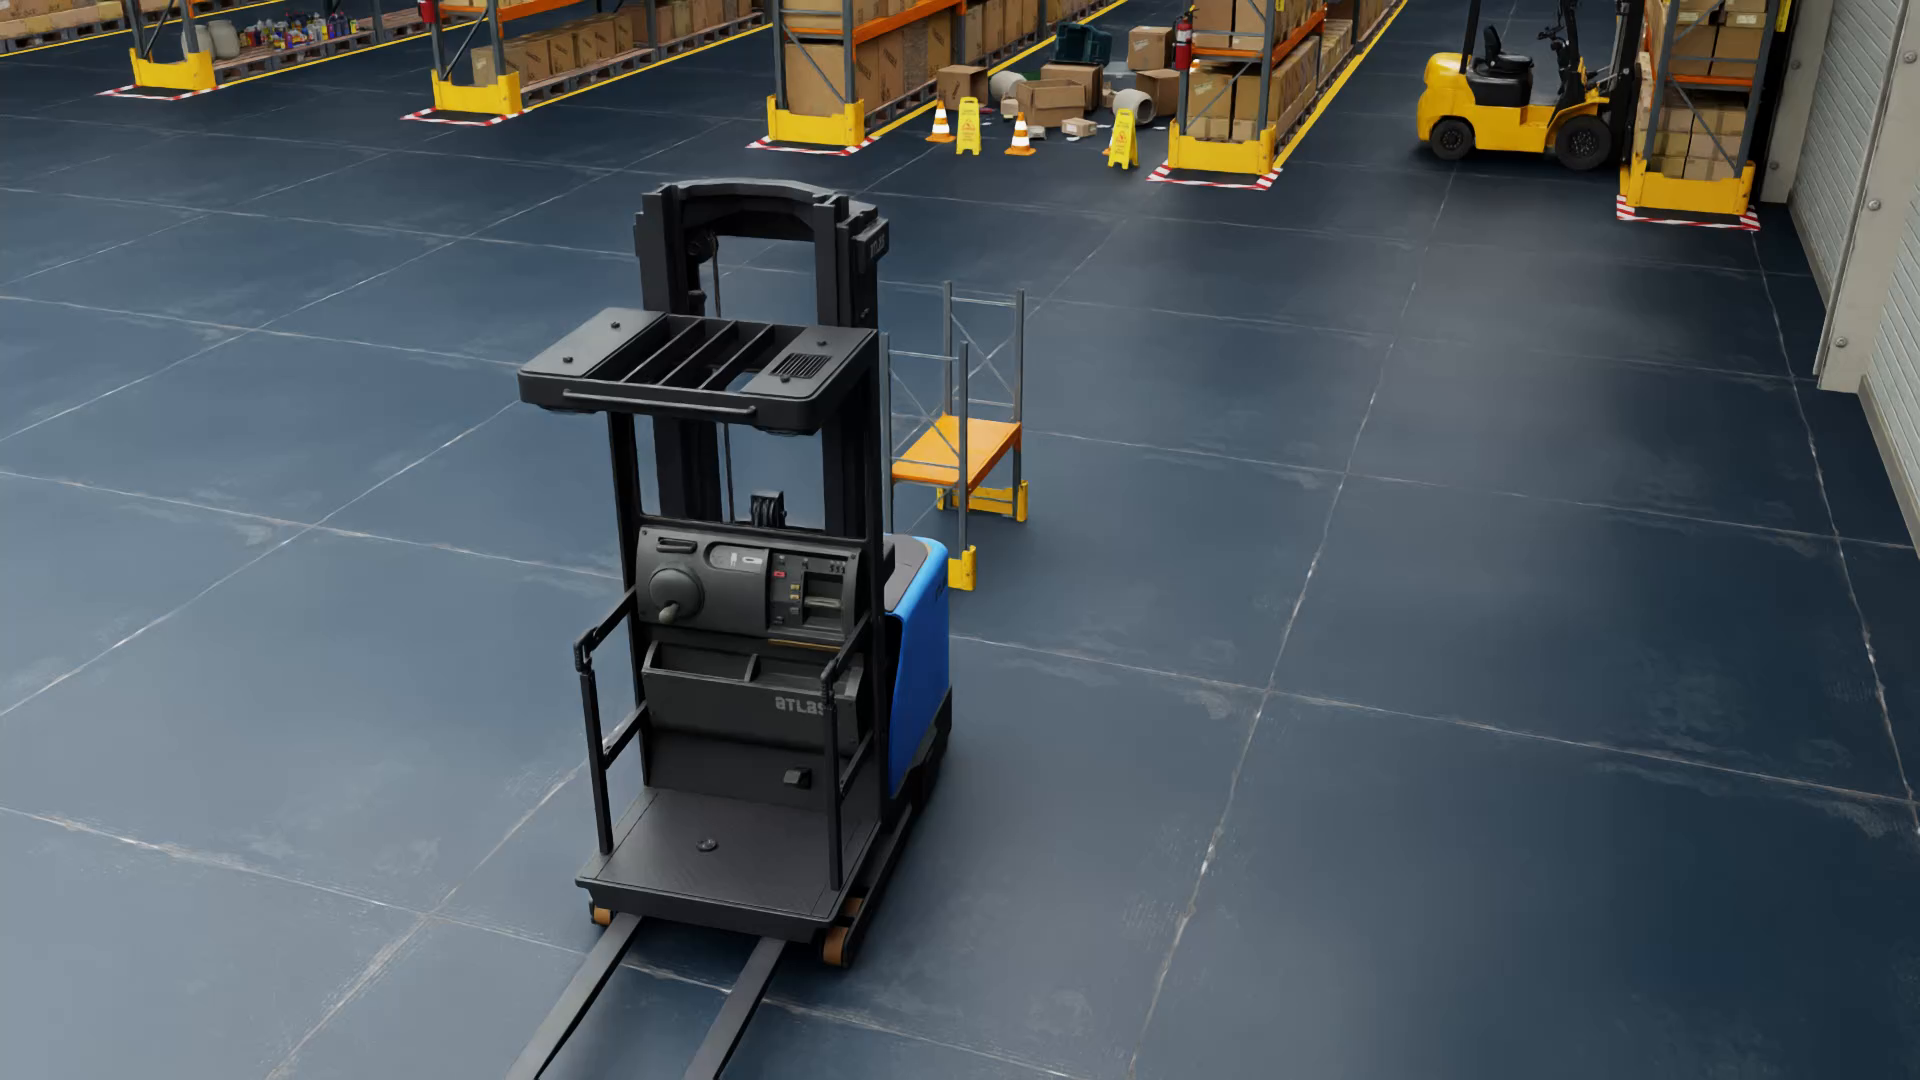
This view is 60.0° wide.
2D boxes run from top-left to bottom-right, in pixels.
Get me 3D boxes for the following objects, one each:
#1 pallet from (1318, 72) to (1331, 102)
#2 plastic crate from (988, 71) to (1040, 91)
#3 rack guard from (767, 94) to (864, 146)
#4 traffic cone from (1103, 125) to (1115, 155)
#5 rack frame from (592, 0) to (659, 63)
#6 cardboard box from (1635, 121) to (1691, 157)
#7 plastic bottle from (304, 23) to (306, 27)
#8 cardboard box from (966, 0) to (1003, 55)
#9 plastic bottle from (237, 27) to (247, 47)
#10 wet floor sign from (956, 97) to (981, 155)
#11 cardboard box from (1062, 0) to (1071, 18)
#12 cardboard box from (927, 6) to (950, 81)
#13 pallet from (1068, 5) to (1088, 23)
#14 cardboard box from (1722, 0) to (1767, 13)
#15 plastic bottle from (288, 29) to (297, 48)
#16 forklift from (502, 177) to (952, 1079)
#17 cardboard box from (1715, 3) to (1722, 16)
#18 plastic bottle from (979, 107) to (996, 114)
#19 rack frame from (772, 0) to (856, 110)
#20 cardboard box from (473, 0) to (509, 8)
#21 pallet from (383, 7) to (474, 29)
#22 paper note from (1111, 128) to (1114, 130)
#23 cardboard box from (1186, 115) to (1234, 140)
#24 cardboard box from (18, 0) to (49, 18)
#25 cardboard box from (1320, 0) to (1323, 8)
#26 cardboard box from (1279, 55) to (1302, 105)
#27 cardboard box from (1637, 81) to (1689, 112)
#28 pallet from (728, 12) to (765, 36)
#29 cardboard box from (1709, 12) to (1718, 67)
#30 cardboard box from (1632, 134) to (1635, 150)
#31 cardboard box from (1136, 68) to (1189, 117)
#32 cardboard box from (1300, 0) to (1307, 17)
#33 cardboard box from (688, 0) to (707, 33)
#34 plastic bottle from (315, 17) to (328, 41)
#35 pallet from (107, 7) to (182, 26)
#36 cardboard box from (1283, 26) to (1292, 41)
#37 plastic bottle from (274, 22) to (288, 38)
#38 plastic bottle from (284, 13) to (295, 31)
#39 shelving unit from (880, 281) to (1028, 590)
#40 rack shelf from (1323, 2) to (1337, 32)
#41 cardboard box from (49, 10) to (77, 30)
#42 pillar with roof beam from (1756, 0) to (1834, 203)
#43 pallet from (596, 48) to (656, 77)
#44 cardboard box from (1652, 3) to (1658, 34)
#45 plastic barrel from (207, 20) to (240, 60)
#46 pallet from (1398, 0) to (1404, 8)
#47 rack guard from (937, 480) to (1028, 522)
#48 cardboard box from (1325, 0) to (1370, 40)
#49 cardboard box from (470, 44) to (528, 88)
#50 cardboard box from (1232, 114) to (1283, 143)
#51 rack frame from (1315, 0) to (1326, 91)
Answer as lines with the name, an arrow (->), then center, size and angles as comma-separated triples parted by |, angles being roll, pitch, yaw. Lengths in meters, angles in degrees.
pallet -> 4.541, -6.292, 23.003 | 1.003, 0.211, 1.213 | 9, 27, 17
plastic crate -> 0.760, -6.402, 23.191 | 0.662, 0.188, 0.450 | -20, 23, -36
rack guard -> -1.757, -5.124, 20.260 | 1.175, 0.500, 0.348 | 9, 27, 17
traffic cone -> 1.879, -4.805, 19.643 | 0.336, 0.463, 0.334 | 9, 27, 17
rack frame -> -5.062, -8.664, 24.702 | 1.000, 3.000, 0.127 | 9, 27, 17
cardboard box -> 7.502, -4.287, 17.761 | 0.500, 0.250, 0.500 | 8, 27, 17
plastic bottle -> -10.005, -7.789, 25.506 | 0.061, 0.283, 0.133 | 9, 27, 17
cardboard box -> 0.028, -7.744, 24.901 | 1.050, 0.750, 0.750 | 9, 27, 17
plastic bottle -> -10.844, -7.583, 25.081 | 0.061, 0.283, 0.133 | 9, 27, 19
wet floor sign -> 0.108, -4.901, 19.631 | 0.267, 0.644, 0.232 | 4, 26, 8
cardboard box -> 1.553, -9.072, 27.931 | 0.500, 0.500, 0.500 | 9, 27, 18
cardboard box -> -0.693, -6.888, 22.989 | 0.875, 0.875, 0.875 | 9, 27, 18
pallet -> 1.582, -9.112, 28.828 | 1.003, 0.211, 1.213 | 9, 27, 17
cardboard box -> 7.948, -5.443, 16.849 | 0.380, 0.149, 0.250 | 8, 27, 16
plastic bottle -> -10.052, -7.549, 25.026 | 0.097, 0.271, 0.097 | 0, 26, 0
forklift -> -0.902, 0.213, 6.446 | 1.130, 2.935, 3.031 | 6, 27, 13
cardboard box -> 8.105, -5.517, 17.344 | 0.380, 0.149, 0.250 | 8, 27, 17
plastic bottle -> 0.325, -5.634, 21.817 | 0.283, 0.061, 0.133 | 0, 26, -1
rack frame -> -1.749, -6.259, 19.736 | 1.000, 3.000, 0.127 | 9, 27, 17
cardboard box -> -6.073, -6.990, 21.532 | 0.380, 0.149, 0.250 | 9, 27, 17
pallet -> -9.103, -8.959, 28.510 | 1.003, 0.211, 1.213 | 9, 27, 17
paper note -> 1.934, -5.180, 20.937 | 0.032, 0.001, 0.123 | 9, 27, 17
cardboard box -> 2.976, -4.916, 19.634 | 0.500, 0.250, 0.500 | 9, 27, 17
cardboard box -> -14.843, -8.551, 26.283 | 0.500, 0.500, 0.500 | 9, 27, 17
cardboard box -> 4.464, -6.937, 21.425 | 0.380, 0.149, 0.250 | 8, 27, 17
cardboard box -> 3.834, -5.594, 20.174 | 0.500, 0.500, 0.500 | 9, 27, 18
cardboard box -> 7.816, -4.920, 18.496 | 0.500, 0.250, 0.500 | 9, 27, 18
pallet -> -3.992, -8.732, 28.042 | 1.003, 0.211, 1.213 | 9, 27, 17
cardboard box -> 8.214, -5.290, 17.620 | 0.500, 0.500, 0.500 | 10, 27, 19
cardboard box -> 7.842, -4.462, 18.698 | 0.500, 0.250, 0.500 | 9, 27, 18
cardboard box -> 2.644, -5.860, 21.776 | 0.500, 0.500, 0.500 | -14, 29, -27
cardboard box -> 3.871, -6.549, 19.879 | 0.500, 0.500, 0.500 | 8, 27, 16
cardboard box -> -4.475, -8.409, 26.540 | 0.700, 0.500, 0.500 | 6, 27, 13
plastic bottle -> -9.846, -7.870, 25.597 | 0.144, 0.351, 0.185 | 9, 27, 17
pallet -> -14.194, -9.155, 28.917 | 1.003, 0.211, 1.213 | 9, 27, 17
cardboard box -> 3.624, -5.880, 19.241 | 0.380, 0.149, 0.250 | 9, 27, 18
plastic bottle -> -10.449, -7.819, 25.578 | 0.152, 0.276, 0.135 | 9, 27, 17
plastic bottle -> -10.455, -8.039, 25.946 | 0.144, 0.351, 0.185 | 8, 27, 15
shelving unit -> -0.025, -0.644, 9.858 | 0.587, 1.500, 1.083 | 9, 27, 17
rack shelf -> 4.949, -7.725, 23.588 | 1.077, 0.370, 4.000 | 9, 27, 17
cardboard box -> -14.679, -8.420, 26.871 | 0.500, 0.250, 0.500 | 9, 27, 17
pillar with roof beam -> 4.656, -8.345, 17.159 | 9.100, 9.000, 0.400 | 9, 27, 17
pallet -> -5.252, -7.128, 24.729 | 1.003, 0.211, 1.213 | 9, 27, 17
cardboard box -> 8.247, -5.984, 19.053 | 0.500, 0.500, 0.500 | 8, 27, 17
plastic barrel -> -10.750, -7.295, 24.248 | 0.421, 0.512, 0.421 | 0, 26, 0
pallet -> 7.677, -10.064, 30.793 | 1.003, 0.211, 1.213 | 9, 27, 17
rack guard -> 0.140, -0.286, 10.554 | 0.587, 0.250, 0.087 | 9, 27, 17
cardboard box -> 5.923, -8.375, 26.062 | 0.875, 0.875, 0.875 | 8, 27, 17
cardboard box -> -6.169, -6.338, 22.285 | 0.500, 0.500, 0.500 | 14, 29, 27
cardboard box -> 3.482, -4.826, 19.448 | 0.500, 0.250, 0.500 | 9, 27, 17
rack frame -> 4.284, -7.227, 21.734 | 1.000, 3.000, 0.127 | 9, 27, 17
